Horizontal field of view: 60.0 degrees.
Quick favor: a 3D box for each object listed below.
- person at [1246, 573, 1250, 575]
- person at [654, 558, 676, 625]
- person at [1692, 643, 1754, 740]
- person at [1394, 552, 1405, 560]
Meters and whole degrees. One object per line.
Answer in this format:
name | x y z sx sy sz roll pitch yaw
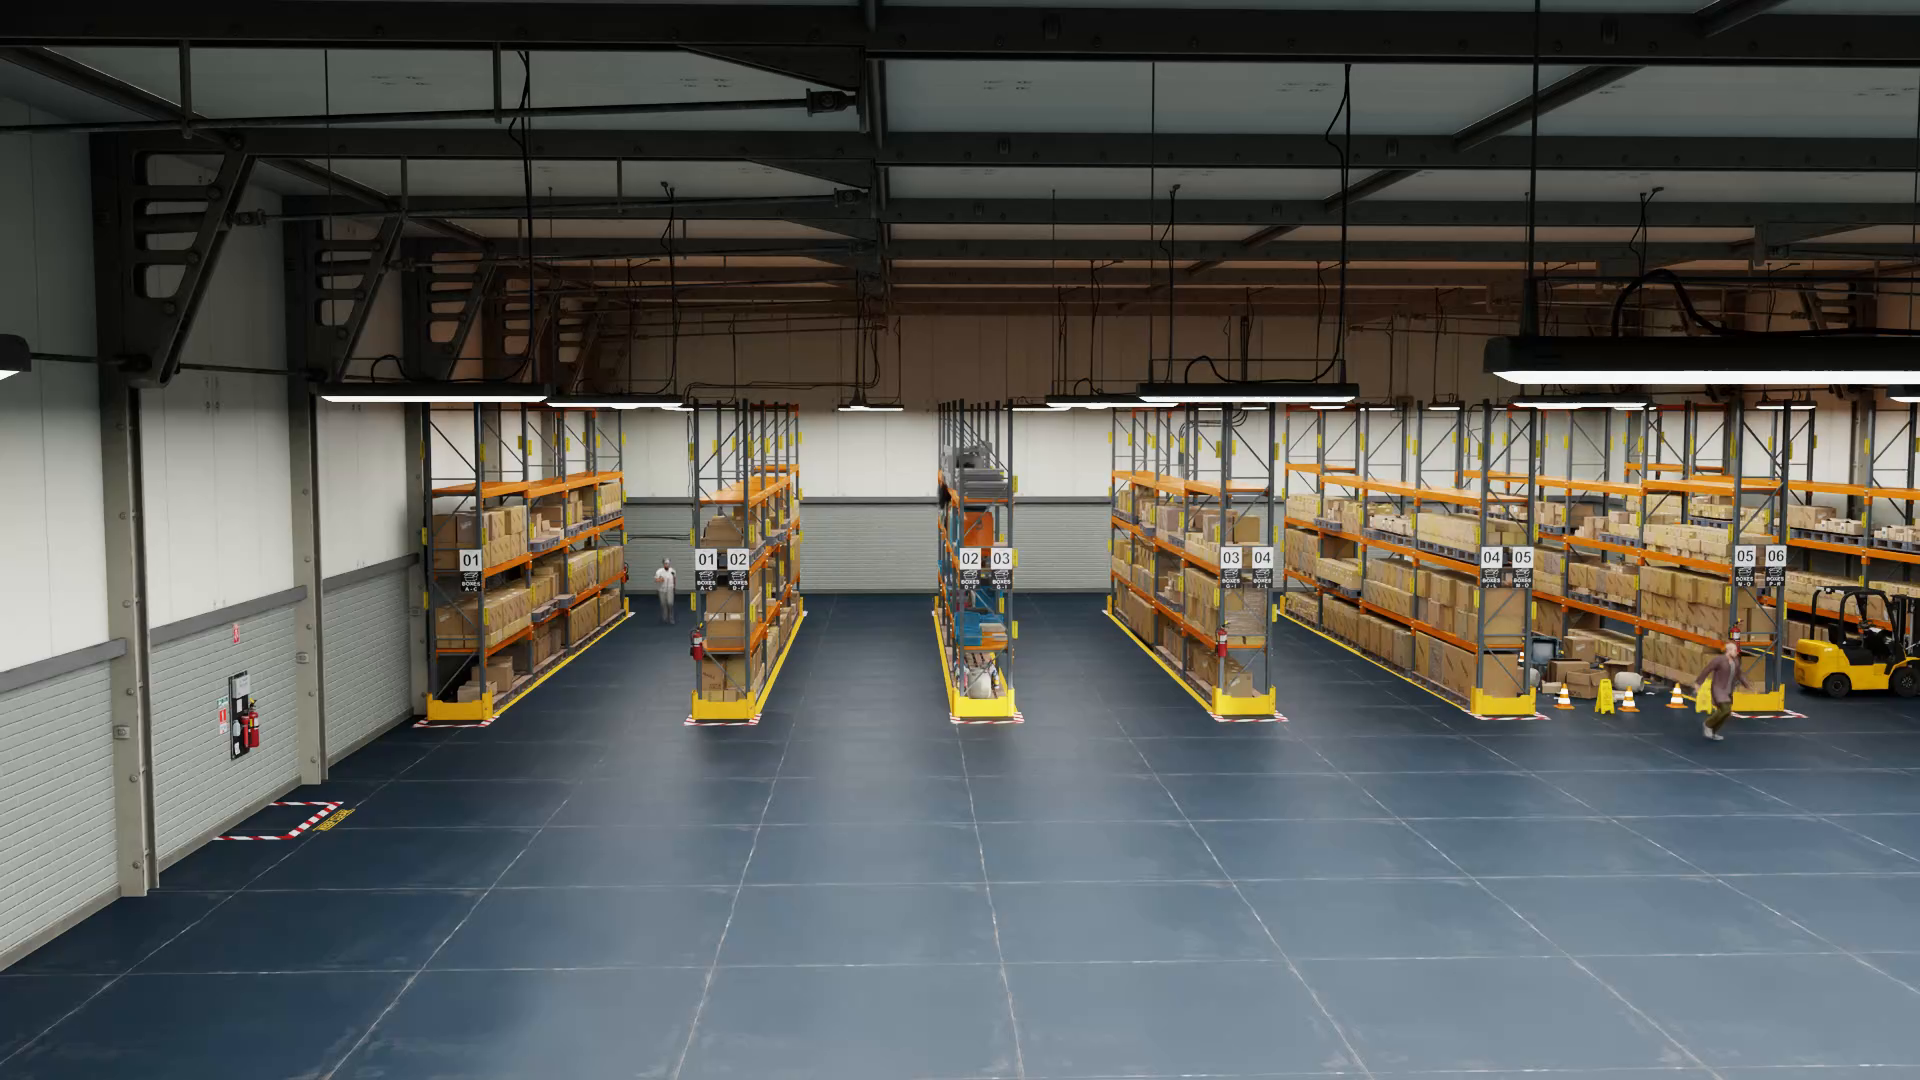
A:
person | 7.960 1.251 47.383 0.662 1.740 0.591 0 4 -5
person | -8.021 1.420 45.336 0.624 1.858 0.780 -1 5 -17
person | 13.343 2.649 28.980 0.698 1.727 0.838 -2 5 -29
person | 13.372 1.058 50.606 0.790 1.637 0.612 -2 5 -23
